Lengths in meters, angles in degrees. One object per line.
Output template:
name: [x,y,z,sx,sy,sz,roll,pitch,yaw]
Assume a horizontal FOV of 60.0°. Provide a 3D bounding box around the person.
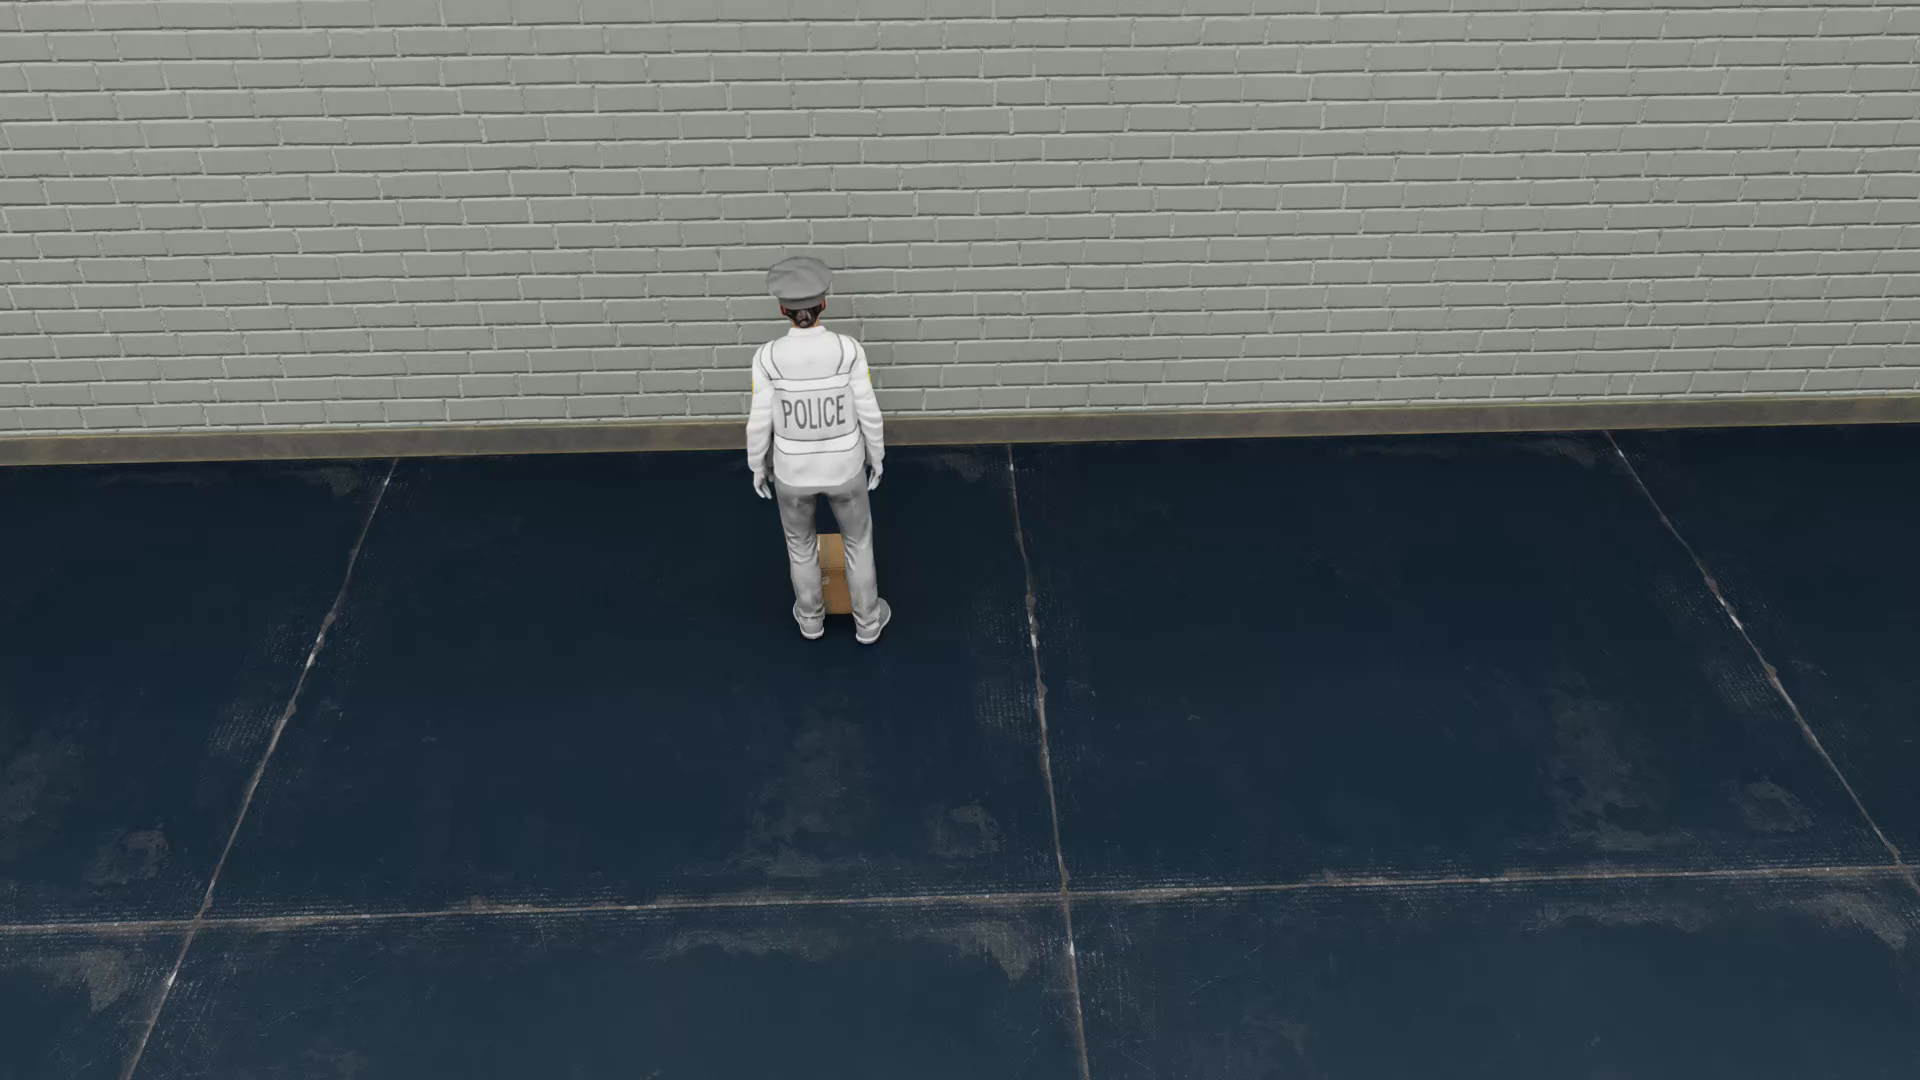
person: [-0.561,-0.300,6.564,0.545,1.663,0.415,-4,36,-5]
